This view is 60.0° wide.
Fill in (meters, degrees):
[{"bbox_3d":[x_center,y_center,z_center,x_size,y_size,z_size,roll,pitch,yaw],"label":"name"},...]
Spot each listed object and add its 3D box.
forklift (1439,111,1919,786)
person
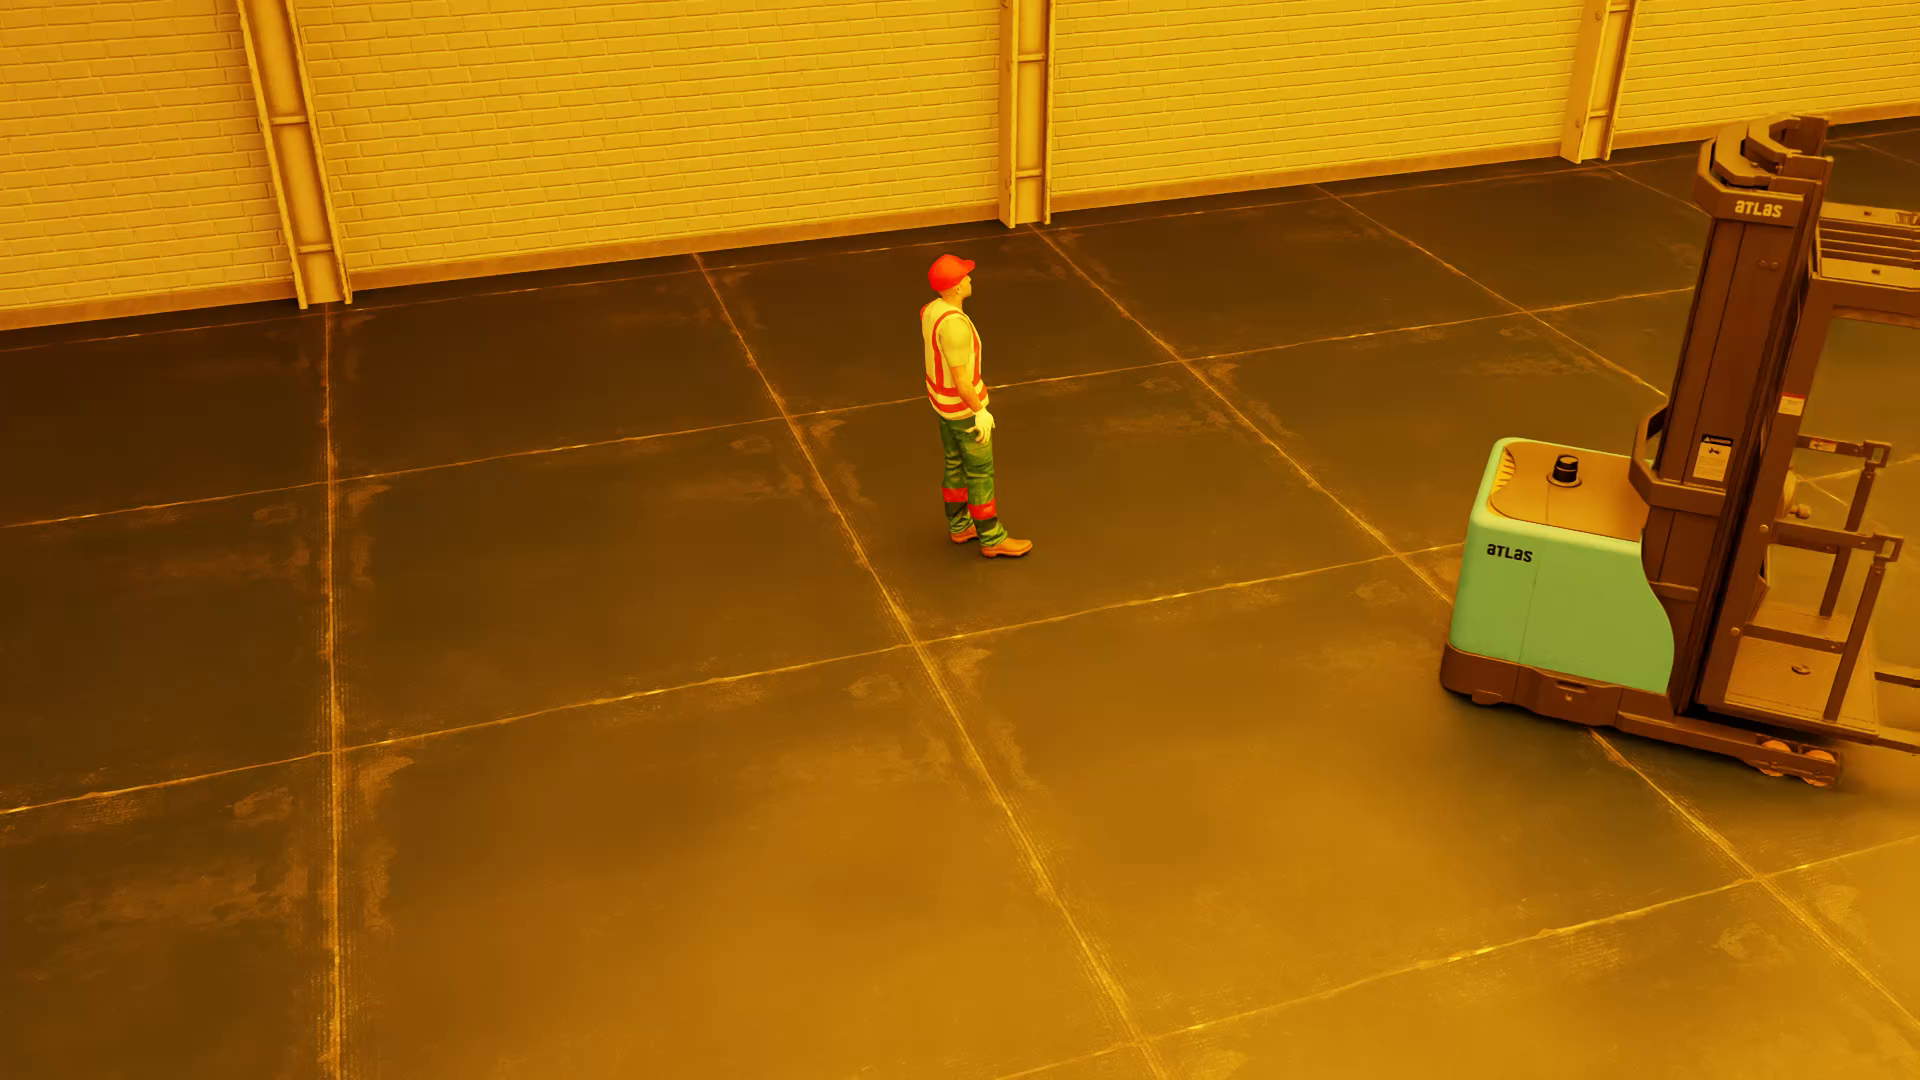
[{"bbox_3d":[4.051,-0.394,7.772,3.031,2.935,1.130,12,32,20],"label":"forklift"},{"bbox_3d":[0.080,-0.789,9.590,0.562,1.789,0.638,-10,31,-16],"label":"person"}]
